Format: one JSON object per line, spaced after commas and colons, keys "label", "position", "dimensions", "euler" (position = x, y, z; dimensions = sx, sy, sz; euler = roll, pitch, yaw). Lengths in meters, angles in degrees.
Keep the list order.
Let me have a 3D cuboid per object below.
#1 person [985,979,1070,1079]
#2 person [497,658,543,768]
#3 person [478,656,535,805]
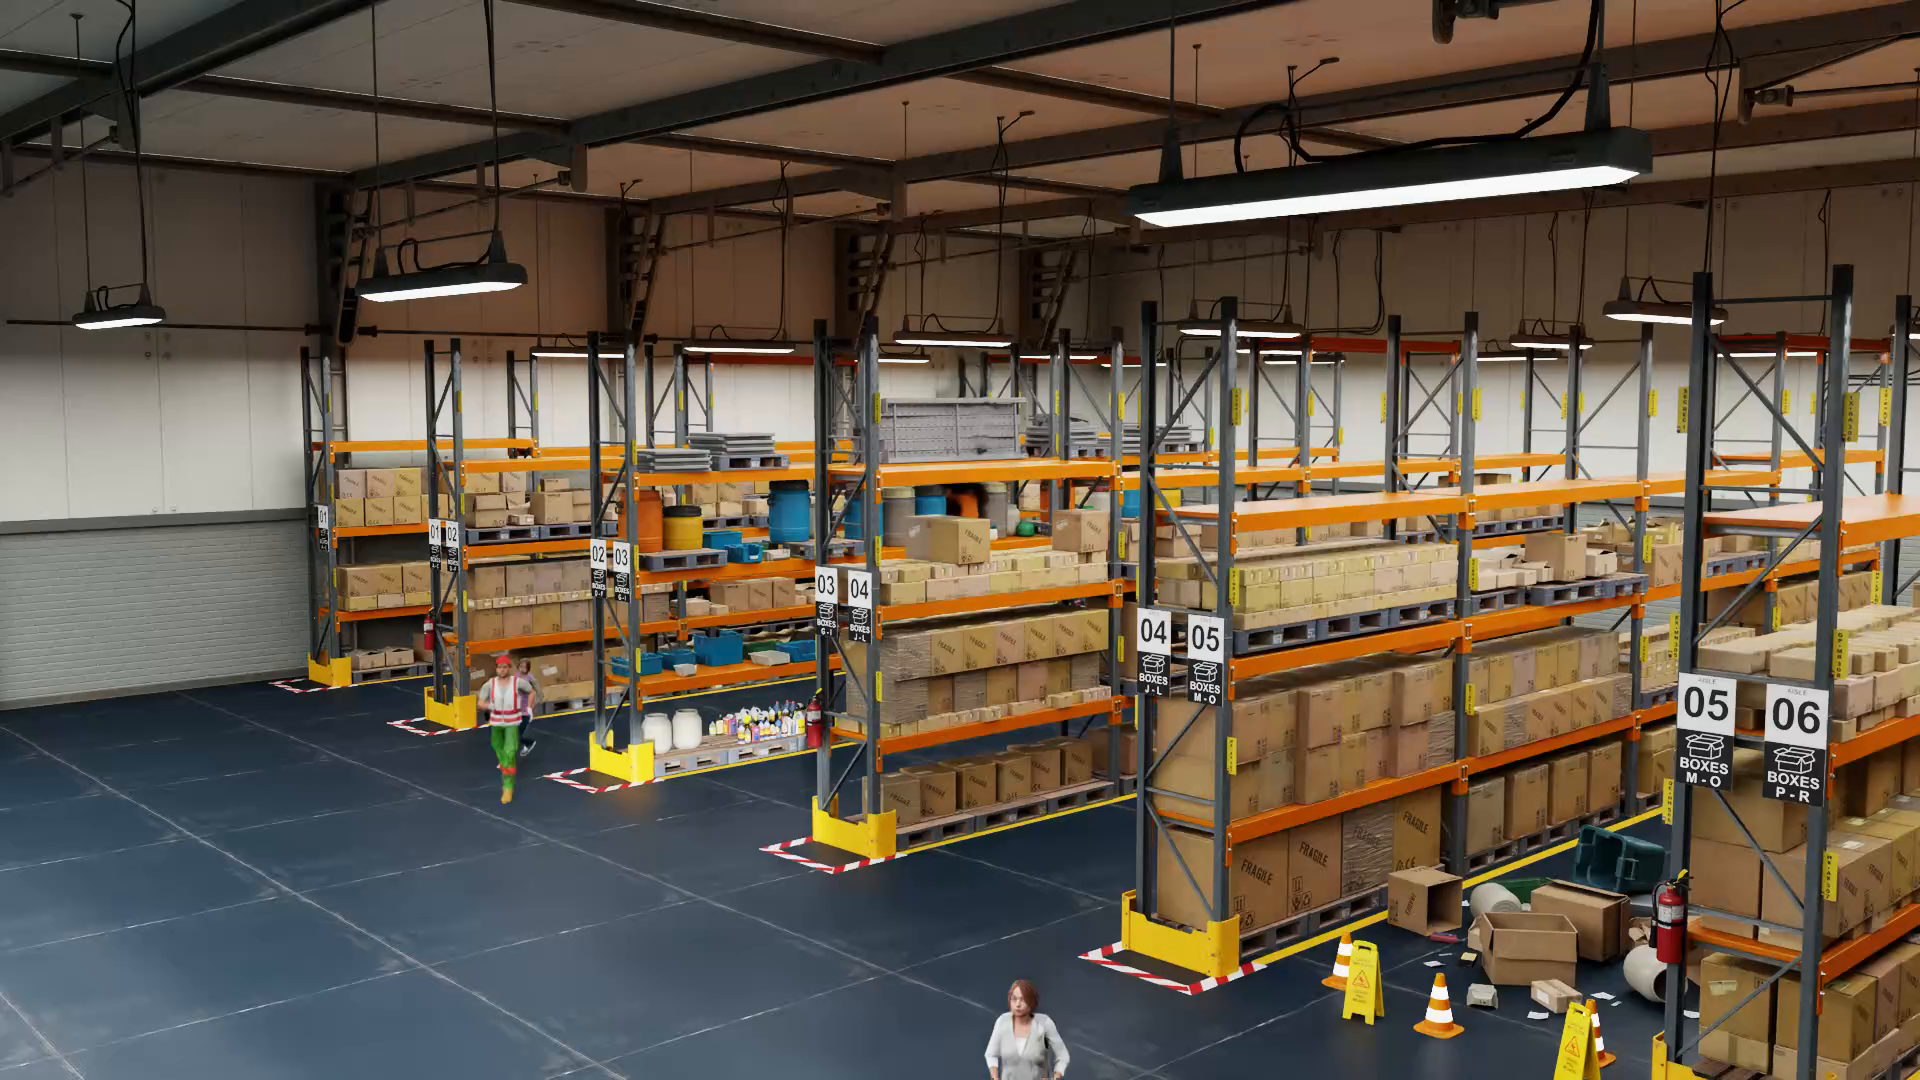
{"label": "person", "position": [0.413, 3.486, 10.339], "dimensions": [0.535, 1.582, 0.625], "euler": [1, 5, 9]}
{"label": "person", "position": [-6.037, 2.395, 23.119], "dimensions": [0.601, 1.549, 0.645], "euler": [2, 5, 22]}
{"label": "person", "position": [-5.807, 2.389, 21.246], "dimensions": [0.672, 1.831, 0.759], "euler": [0, 5, 0]}
